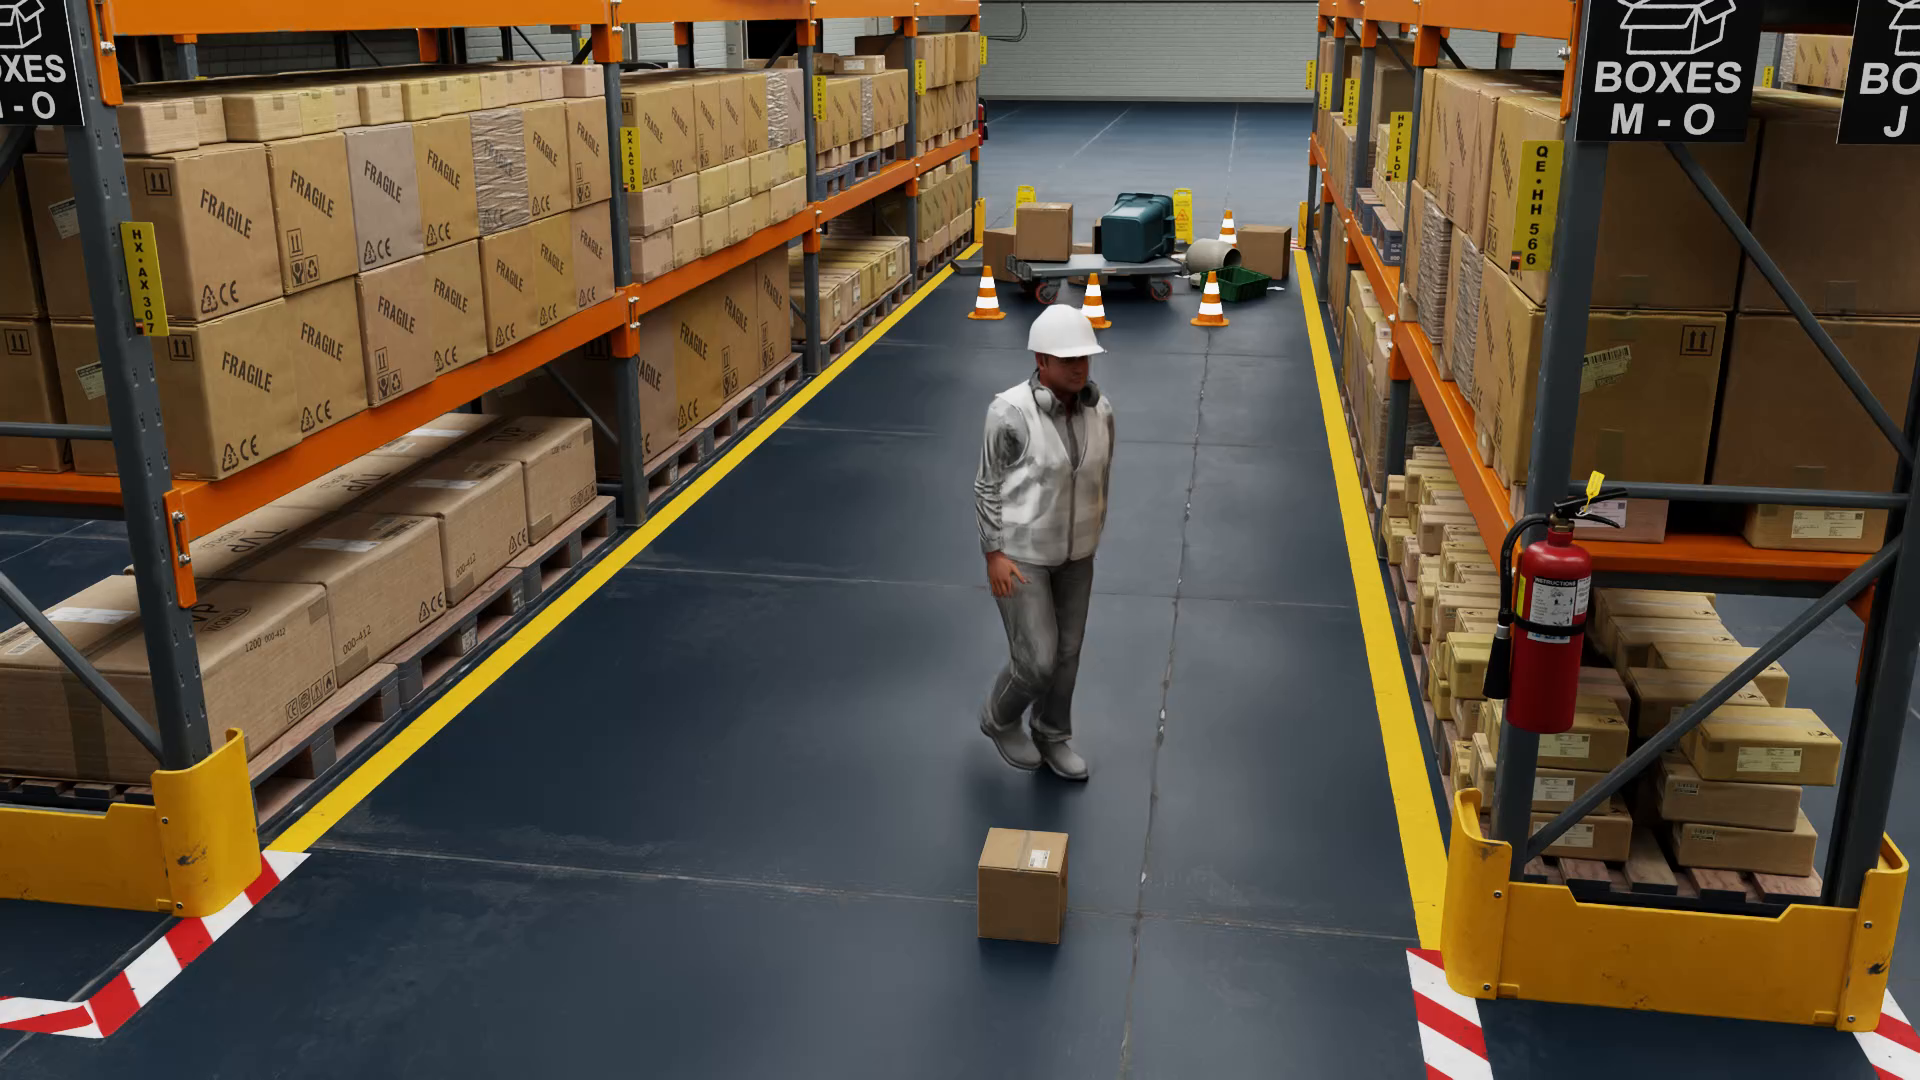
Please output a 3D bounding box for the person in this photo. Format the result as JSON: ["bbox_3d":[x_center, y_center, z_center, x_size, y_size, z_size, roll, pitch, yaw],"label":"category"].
[{"bbox_3d":[0.312,0.034,5.889,0.554,1.764,0.490,-11,21,-31],"label":"person"}]
